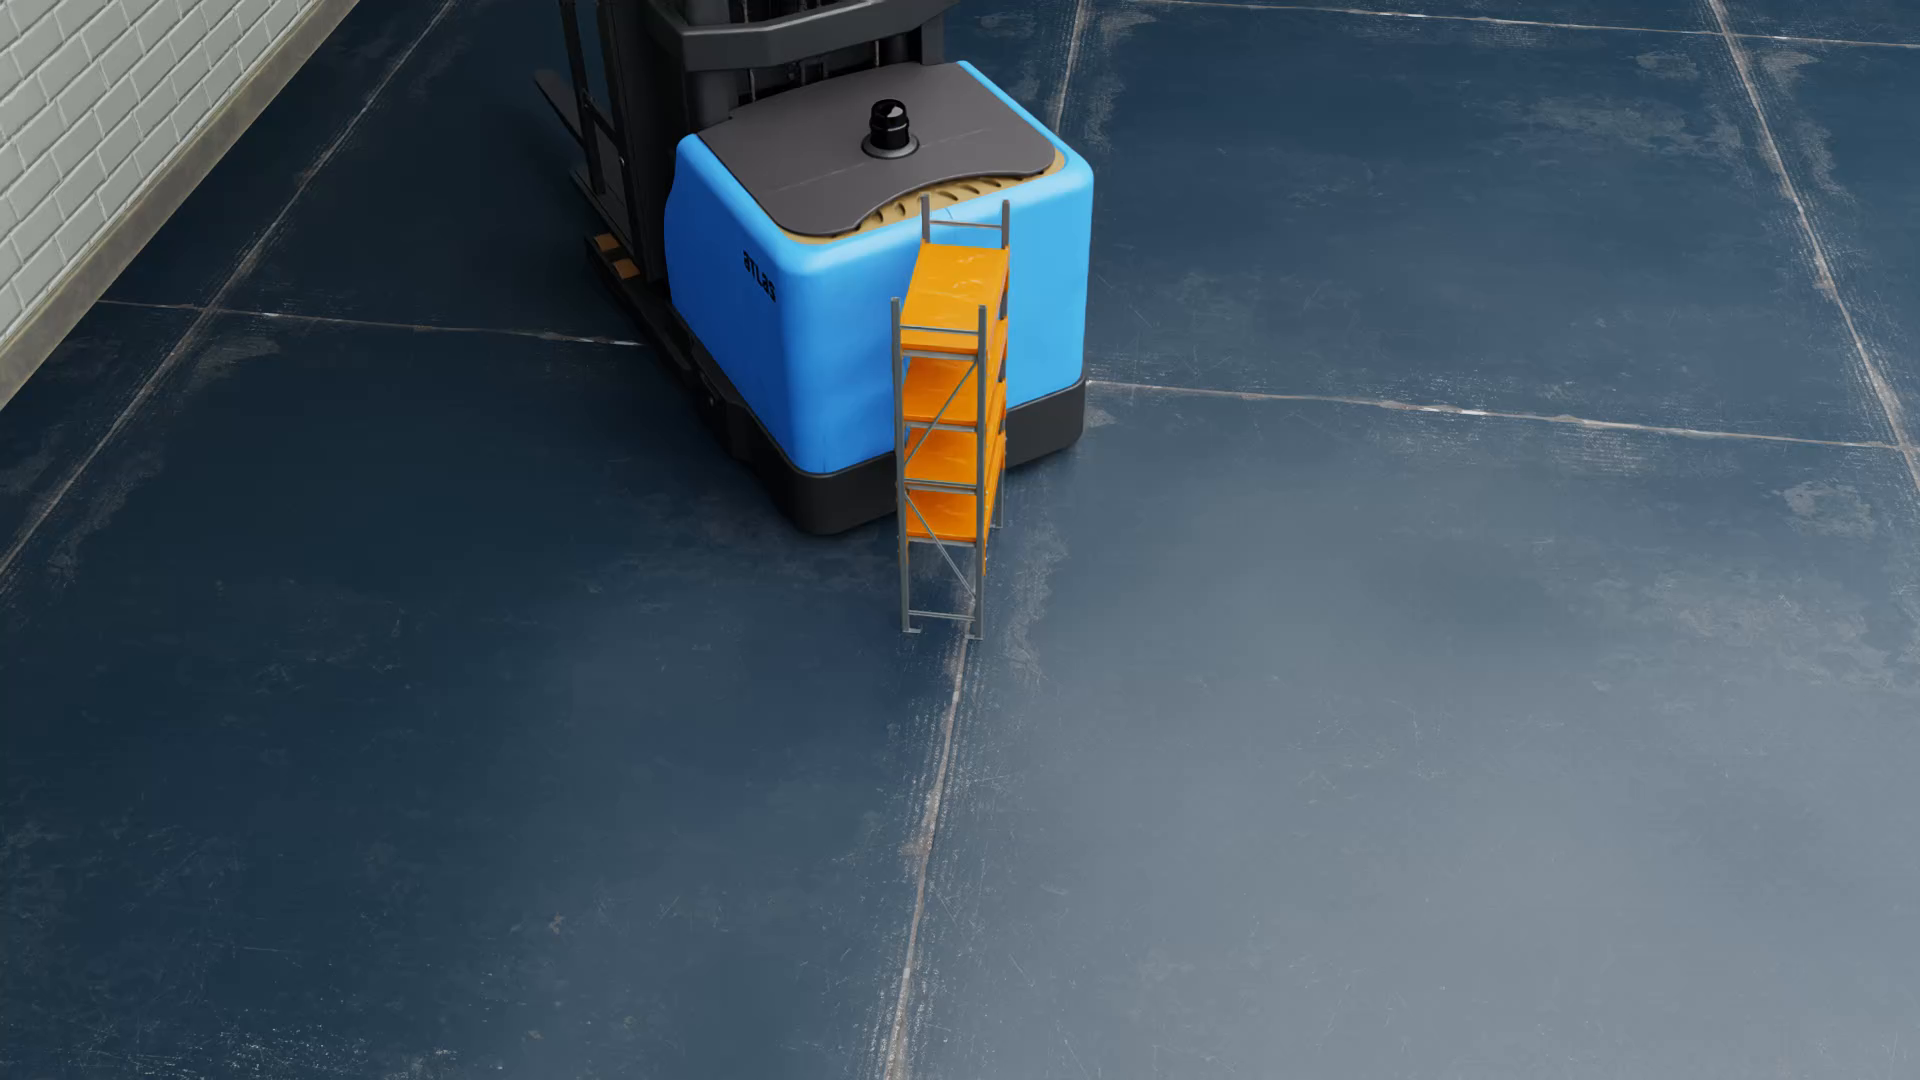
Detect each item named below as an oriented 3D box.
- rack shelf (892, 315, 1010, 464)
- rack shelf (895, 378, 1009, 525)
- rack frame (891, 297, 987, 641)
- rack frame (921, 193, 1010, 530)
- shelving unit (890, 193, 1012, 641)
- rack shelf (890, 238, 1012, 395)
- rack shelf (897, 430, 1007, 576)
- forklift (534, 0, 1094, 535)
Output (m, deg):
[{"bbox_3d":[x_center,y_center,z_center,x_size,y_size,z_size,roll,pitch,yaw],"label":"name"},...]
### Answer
[{"bbox_3d":[-0.018,-0.433,4.607,0.258,0.148,0.480,6,44,6],"label":"rack shelf"},{"bbox_3d":[-0.018,-0.270,4.760,0.258,0.148,0.480,6,44,6],"label":"rack shelf"},{"bbox_3d":[-0.053,-0.153,4.539,0.240,1.200,0.015,6,44,6],"label":"rack frame"},{"bbox_3d":[0.016,-0.485,4.890,0.240,1.200,0.015,6,44,6],"label":"rack frame"},{"bbox_3d":[-0.018,-0.319,4.714,0.258,1.200,0.503,6,44,6],"label":"shelving unit"},{"bbox_3d":[-0.018,-0.604,4.444,0.258,0.148,0.480,6,44,6],"label":"rack shelf"},{"bbox_3d":[-0.018,-0.126,4.897,0.258,0.148,0.480,6,44,6],"label":"rack shelf"},{"bbox_3d":[-0.757,-2.084,5.319,1.130,2.935,3.031,-21,47,-21],"label":"forklift"}]
